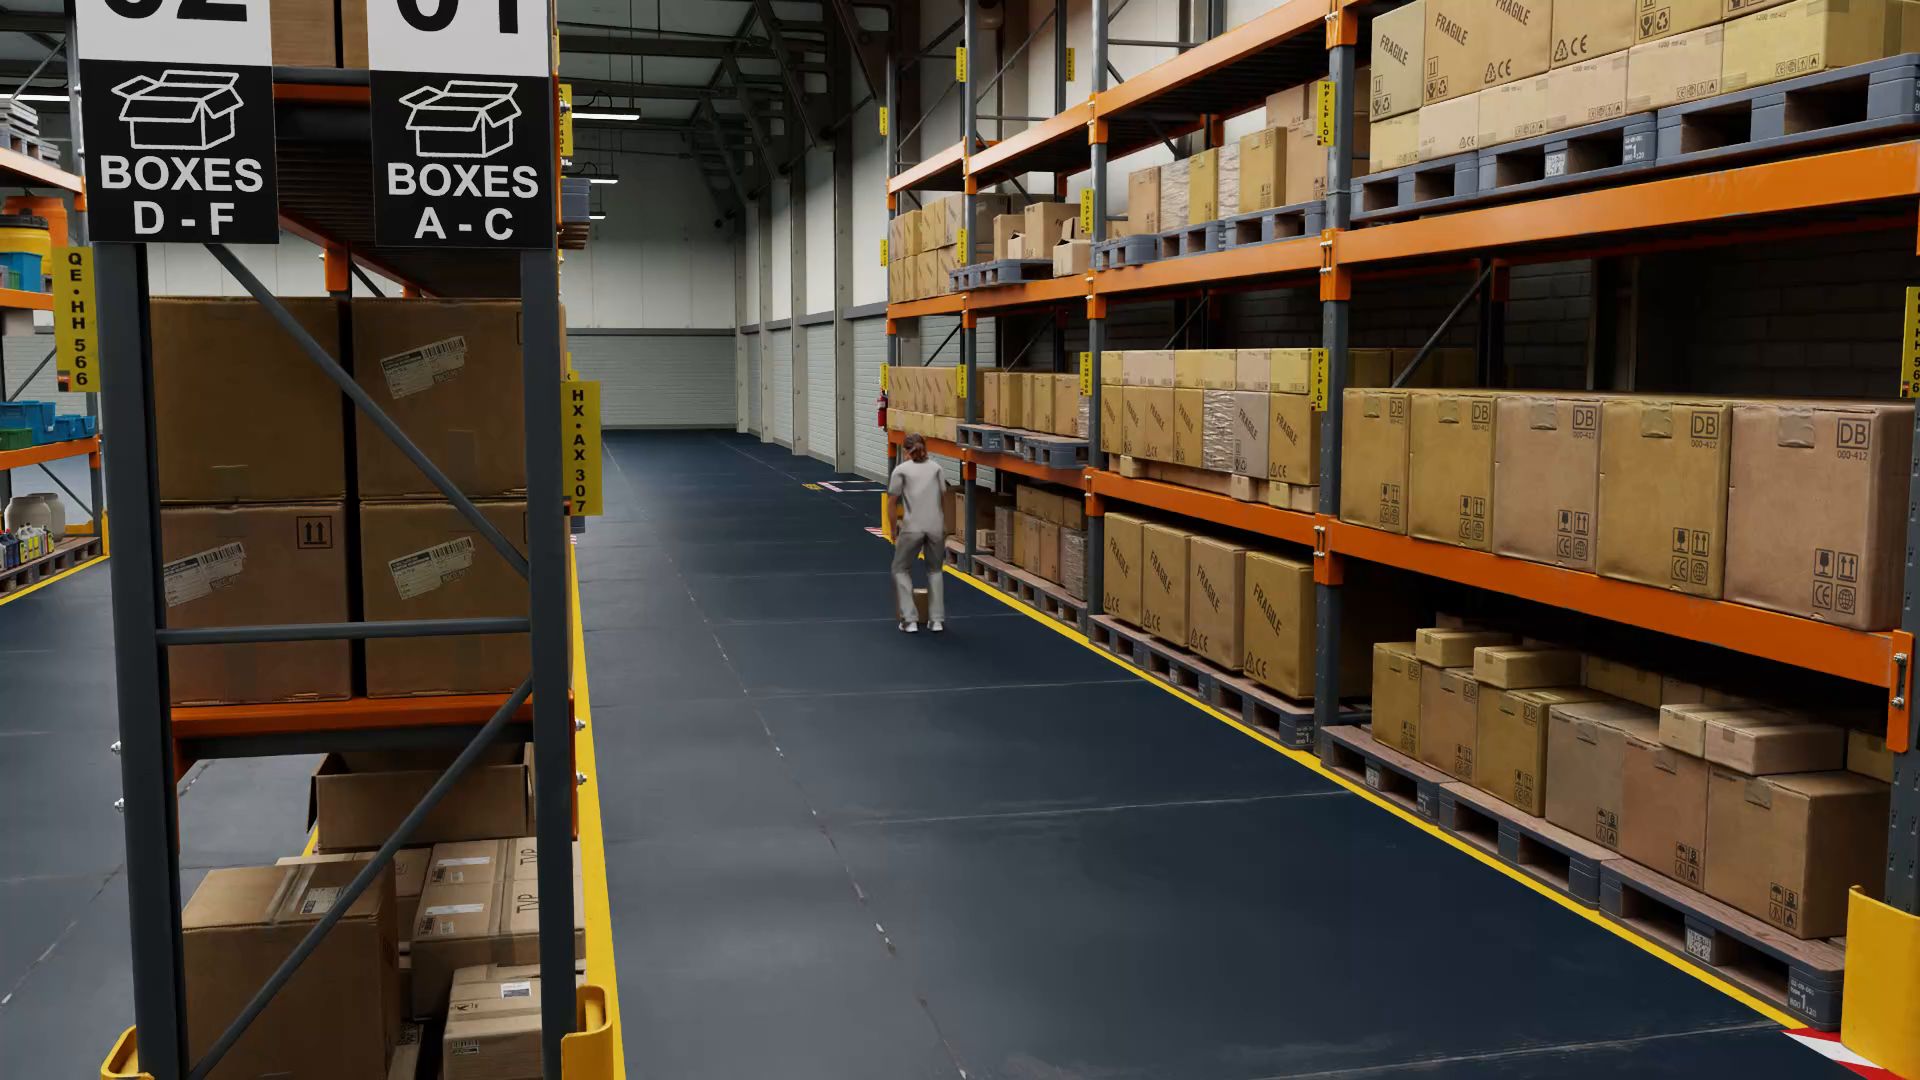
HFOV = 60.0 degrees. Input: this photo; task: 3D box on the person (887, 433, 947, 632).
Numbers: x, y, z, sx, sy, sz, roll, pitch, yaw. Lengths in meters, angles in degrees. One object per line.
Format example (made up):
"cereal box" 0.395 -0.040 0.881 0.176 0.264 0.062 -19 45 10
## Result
"person" -0.338 -0.059 13.203 0.475 1.573 0.467 -1 6 -13
